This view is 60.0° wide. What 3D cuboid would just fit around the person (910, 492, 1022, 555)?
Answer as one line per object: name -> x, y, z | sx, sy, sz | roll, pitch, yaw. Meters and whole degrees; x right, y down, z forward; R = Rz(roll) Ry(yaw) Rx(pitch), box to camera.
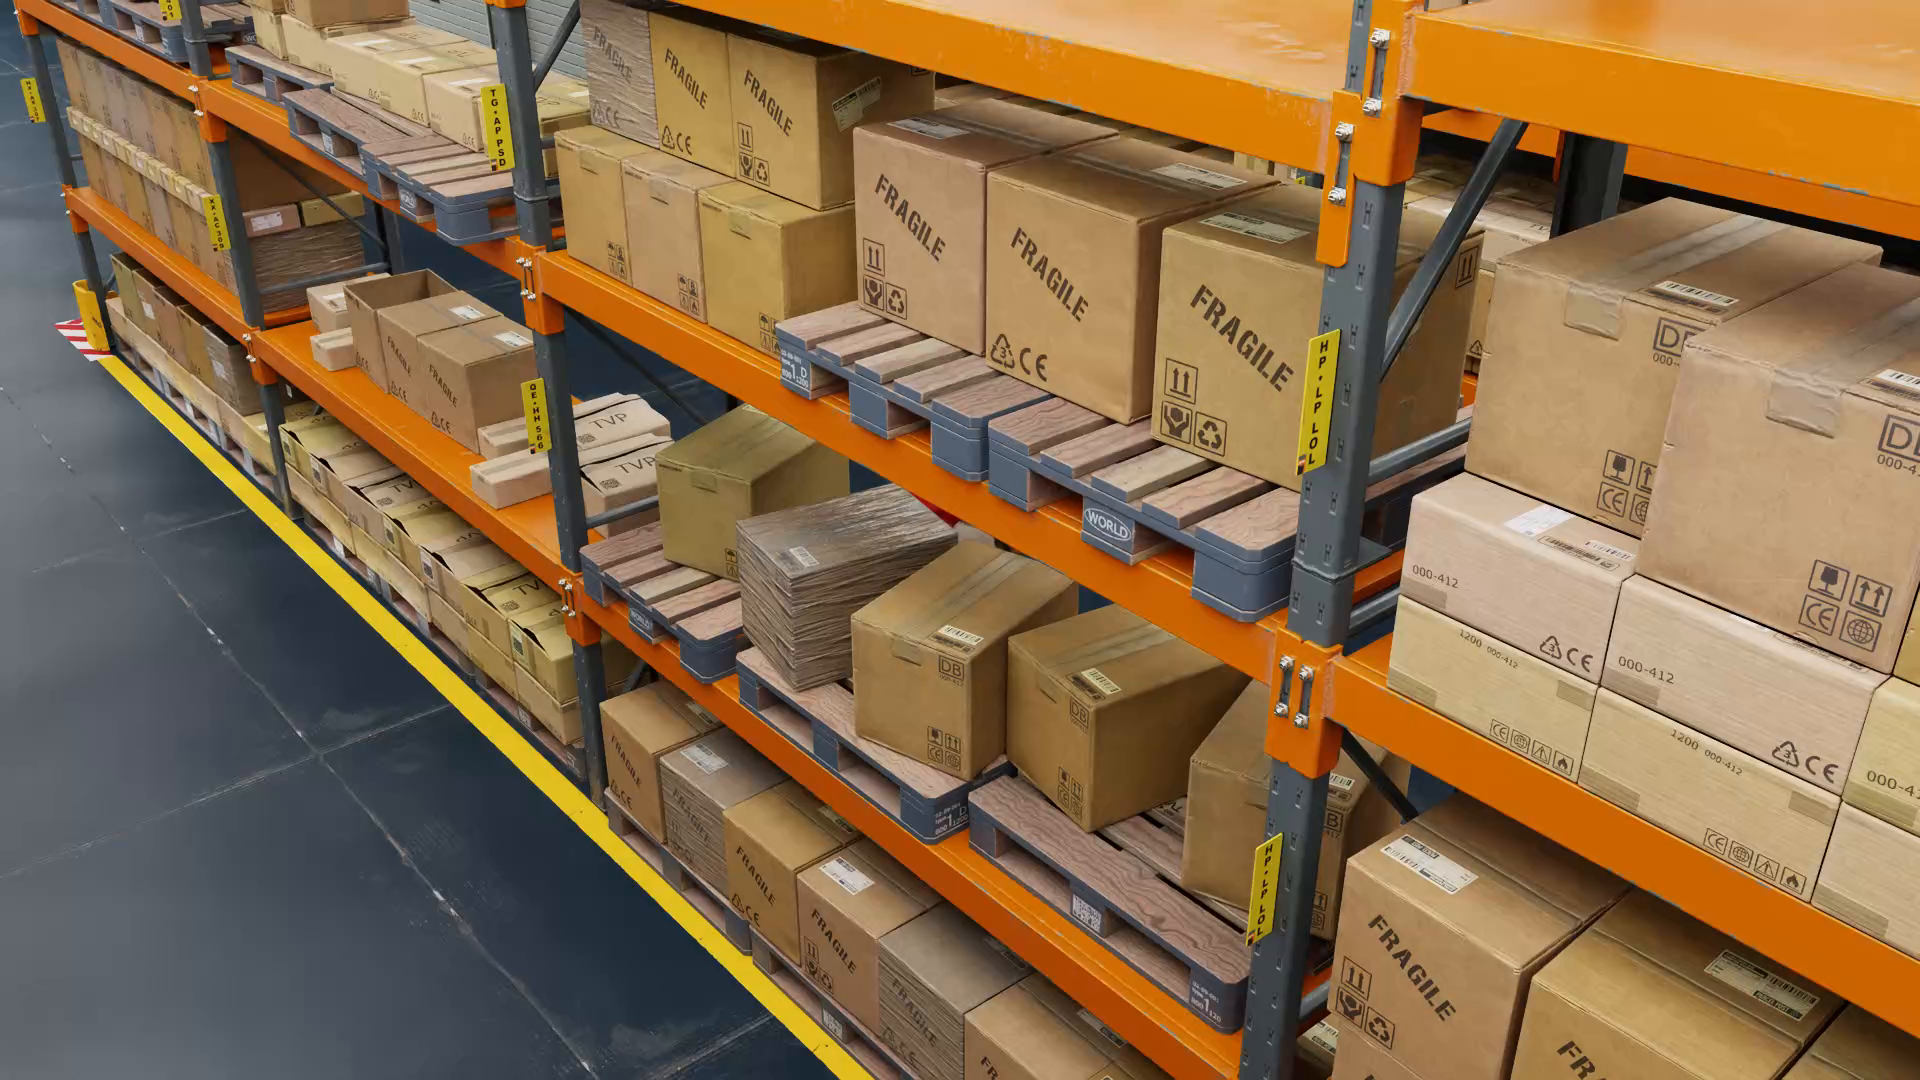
person -> -0.037, -0.112, 9.660 | 0.905, 0.979, 0.524 | -23, 36, -36
